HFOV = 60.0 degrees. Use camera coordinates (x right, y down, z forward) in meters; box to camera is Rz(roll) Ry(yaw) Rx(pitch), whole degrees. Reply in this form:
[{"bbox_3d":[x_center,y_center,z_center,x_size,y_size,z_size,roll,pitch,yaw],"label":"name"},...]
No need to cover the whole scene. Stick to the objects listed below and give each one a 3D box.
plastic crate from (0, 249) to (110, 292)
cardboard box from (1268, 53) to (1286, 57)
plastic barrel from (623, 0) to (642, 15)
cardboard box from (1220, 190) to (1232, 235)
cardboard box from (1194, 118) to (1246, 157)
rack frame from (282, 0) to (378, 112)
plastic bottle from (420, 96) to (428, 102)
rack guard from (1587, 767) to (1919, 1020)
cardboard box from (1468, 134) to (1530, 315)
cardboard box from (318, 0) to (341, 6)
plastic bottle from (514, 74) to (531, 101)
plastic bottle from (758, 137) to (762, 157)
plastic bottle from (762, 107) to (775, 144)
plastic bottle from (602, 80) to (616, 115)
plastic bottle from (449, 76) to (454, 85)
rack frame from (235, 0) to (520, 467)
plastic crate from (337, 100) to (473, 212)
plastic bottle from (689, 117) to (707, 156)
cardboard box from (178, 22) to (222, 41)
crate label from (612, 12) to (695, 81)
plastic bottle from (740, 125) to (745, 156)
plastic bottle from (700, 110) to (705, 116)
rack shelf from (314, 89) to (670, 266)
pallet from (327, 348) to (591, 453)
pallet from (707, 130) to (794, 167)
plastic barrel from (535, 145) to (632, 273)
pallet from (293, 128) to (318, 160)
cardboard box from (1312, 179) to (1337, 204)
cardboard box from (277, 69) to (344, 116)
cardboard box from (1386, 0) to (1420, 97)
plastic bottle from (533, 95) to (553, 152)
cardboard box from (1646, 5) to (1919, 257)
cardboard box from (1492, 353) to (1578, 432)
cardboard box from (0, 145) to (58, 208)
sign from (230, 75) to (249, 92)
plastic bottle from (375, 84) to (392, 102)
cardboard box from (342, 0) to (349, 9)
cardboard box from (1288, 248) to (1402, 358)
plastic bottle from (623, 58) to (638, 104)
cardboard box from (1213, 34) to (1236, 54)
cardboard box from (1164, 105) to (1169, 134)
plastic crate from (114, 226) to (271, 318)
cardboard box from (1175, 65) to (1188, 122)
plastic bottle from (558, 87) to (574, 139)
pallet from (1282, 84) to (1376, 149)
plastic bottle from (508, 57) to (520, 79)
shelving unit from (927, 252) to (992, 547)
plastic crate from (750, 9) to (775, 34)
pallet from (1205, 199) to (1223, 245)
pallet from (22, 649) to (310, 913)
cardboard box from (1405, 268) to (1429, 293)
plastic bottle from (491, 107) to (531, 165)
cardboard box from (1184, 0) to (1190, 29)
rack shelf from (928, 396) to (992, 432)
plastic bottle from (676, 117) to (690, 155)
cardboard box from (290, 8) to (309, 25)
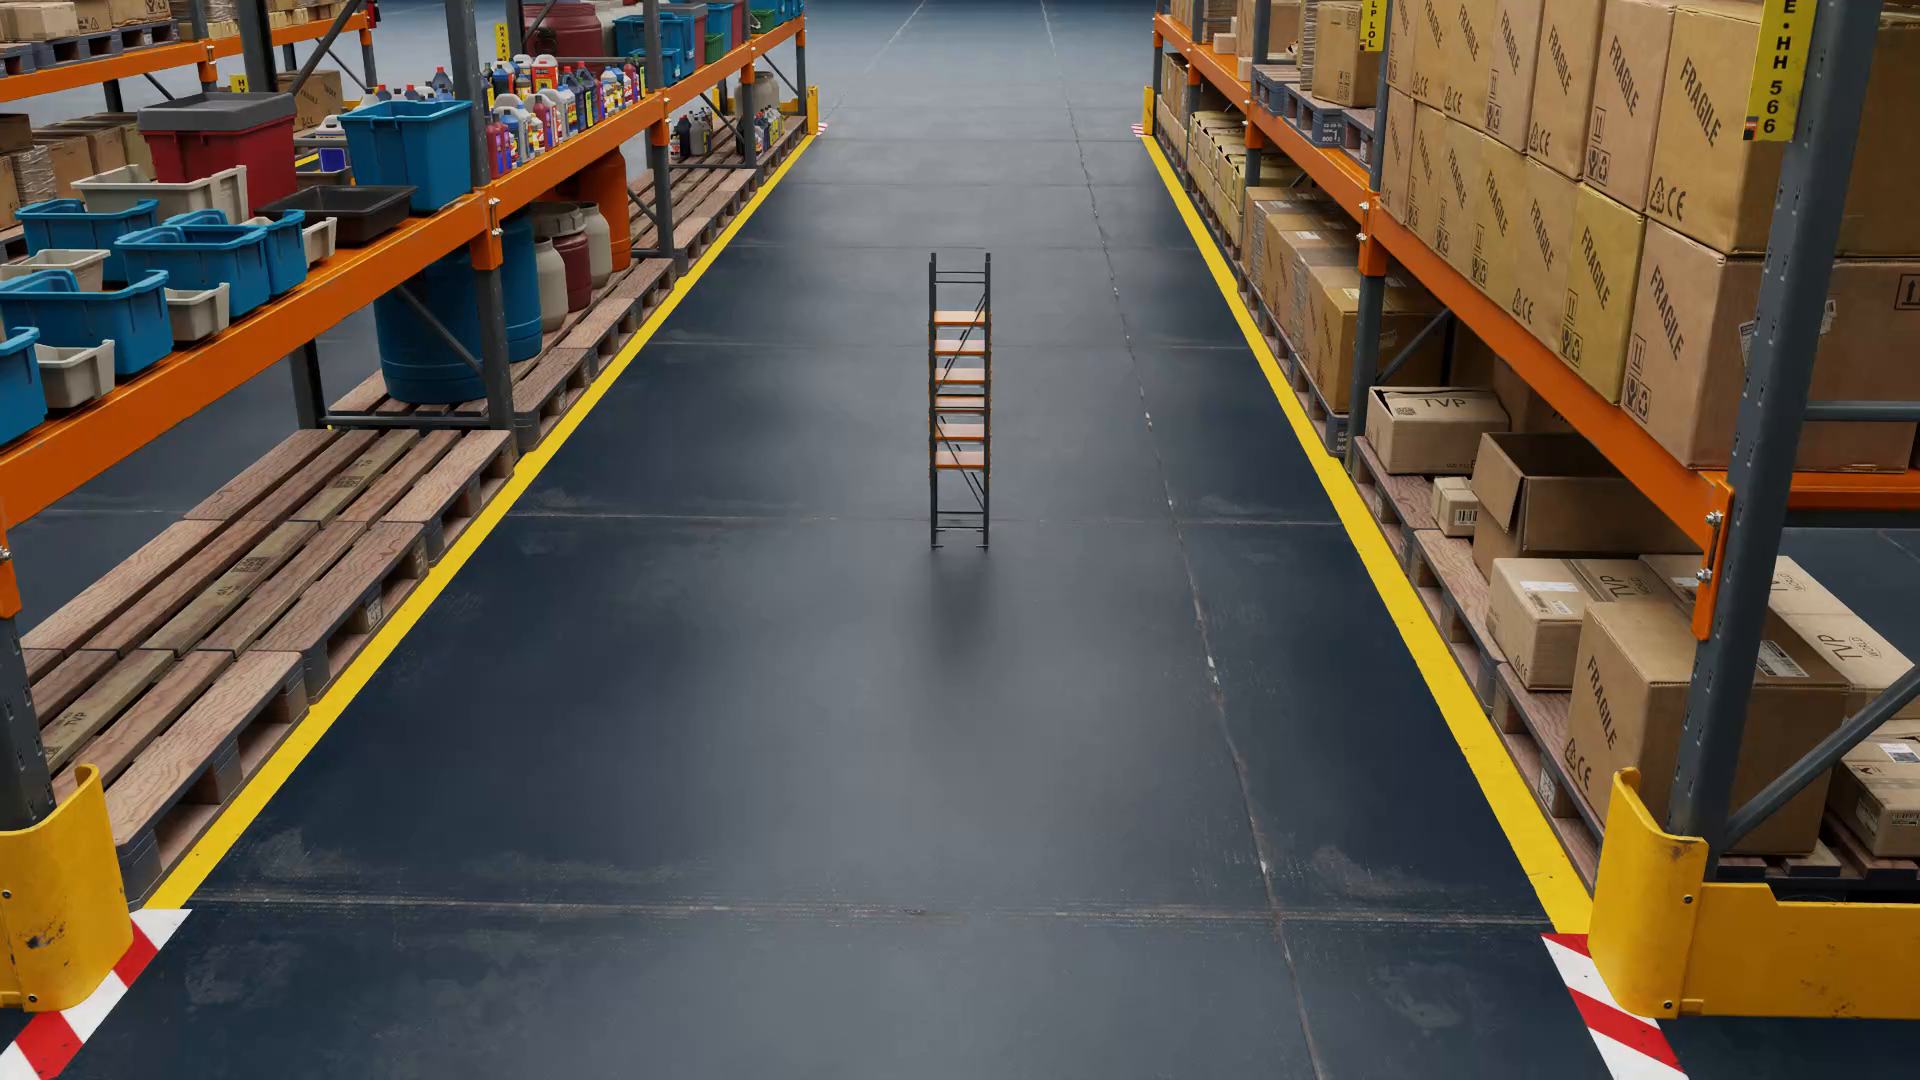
[{"bbox_3d":[-2.908,-0.837,5.321,0.298,0.136,0.250,1,21,2],"label":"plastic crate"},{"bbox_3d":[2.427,-3.503,12.259,0.380,0.149,0.250,2,21,6],"label":"cardboard box"},{"bbox_3d":[-2.668,-3.959,12.898,0.433,0.535,0.433,0,21,0],"label":"plastic barrel"},{"bbox_3d":[2.229,-2.452,12.422,0.500,0.250,0.500,0,21,1],"label":"cardboard box"},{"bbox_3d":[2.284,-3.453,14.226,0.500,0.311,0.500,0,21,1],"label":"cardboard box"},{"bbox_3d":[-7.214,-6.162,18.763,1.000,3.000,0.127,1,21,2],"label":"rack frame"},{"bbox_3d":[-2.787,-2.174,8.664,0.097,0.271,0.097,0,21,0],"label":"plastic bottle"},{"bbox_3d":[2.204,0.872,4.092,1.175,0.500,0.348,1,21,2],"label":"rack guard"},{"bbox_3d":[1.991,-1.028,5.393,0.500,0.500,0.500,0,21,1],"label":"cardboard box"},{"bbox_3d":[-7.153,-5.966,17.710,0.875,0.500,0.500,1,21,2],"label":"cardboard box"},{"bbox_3d":[-2.731,-2.807,10.392,0.097,0.201,0.097,0,21,0],"label":"plastic bottle"},{"bbox_3d":[-1.931,-3.745,15.795,0.097,0.201,0.097,0,21,0],"label":"plastic bottle"},{"bbox_3d":[-1.927,-4.140,16.607,0.144,0.351,0.185,0,21,1],"label":"plastic bottle"},{"bbox_3d":[-2.136,-2.670,10.039,0.097,0.201,0.097,0,21,0],"label":"plastic bottle"},{"bbox_3d":[-2.885,-2.503,9.503,0.152,0.276,0.135,1,21,2],"label":"plastic bottle"},{"bbox_3d":[-2.628,-1.768,7.440,1.000,3.000,0.127,1,21,2],"label":"rack frame"},{"bbox_3d":[-2.301,-1.616,6.987,0.392,0.384,0.575,1,21,2],"label":"plastic crate"},{"bbox_3d":[-2.509,-3.866,15.899,0.144,0.351,0.185,1,21,2],"label":"plastic bottle"},{"bbox_3d":[-7.028,-4.673,15.272,0.380,0.149,0.250,1,21,2],"label":"cardboard box"},{"bbox_3d":[-2.206,-3.587,12.079,0.502,0.435,0.616,1,21,2],"label":"crate label"},{"bbox_3d":[-2.061,-3.828,15.896,0.061,0.283,0.133,1,21,2],"label":"plastic bottle"},{"bbox_3d":[-2.640,-4.264,17.036,0.097,0.271,0.097,0,21,0],"label":"plastic bottle"},{"bbox_3d":[-2.567,-2.156,9.434,1.077,0.370,4.000,1,21,2],"label":"rack shelf"},{"bbox_3d":[-2.563,-0.747,8.662,1.003,0.211,1.213,1,21,2],"label":"pallet"},{"bbox_3d":[-2.288,-4.046,17.164,1.003,0.211,1.213,1,21,2],"label":"pallet"},{"bbox_3d":[-2.504,-2.222,11.028,0.600,0.830,0.708,1,21,2],"label":"plastic barrel"},{"bbox_3d":[-7.316,-4.101,17.306,1.003,0.211,1.213,1,21,2],"label":"pallet"},{"bbox_3d":[2.754,-2.520,11.823,0.500,0.311,0.500,1,21,3],"label":"cardboard box"},{"bbox_3d":[-7.249,-4.967,18.557,0.500,0.500,0.500,5,22,12],"label":"cardboard box"},{"bbox_3d":[2.027,-2.058,6.666,0.500,0.500,0.500,1,21,3],"label":"cardboard box"},{"bbox_3d":[-2.163,-2.163,8.618,0.061,0.283,0.133,1,21,2],"label":"plastic bottle"},{"bbox_3d":[1.940,-0.943,3.792,0.500,0.500,0.500,0,21,1],"label":"cardboard box"},{"bbox_3d":[2.589,-0.543,7.130,0.500,0.500,0.500,1,21,2],"label":"cardboard box"},{"bbox_3d":[-7.453,-2.752,12.823,0.700,0.500,0.500,-1,21,-3],"label":"cardboard box"},{"bbox_3d":[-3.178,-1.904,7.407,0.100,0.325,0.005,1,21,2],"label":"sign"},{"bbox_3d":[-2.922,-2.148,8.487,0.144,0.351,0.185,1,21,2],"label":"plastic bottle"},{"bbox_3d":[-7.016,-5.939,18.537,0.380,0.149,0.250,1,21,2],"label":"cardboard box"},{"bbox_3d":[2.091,-1.294,9.064,0.500,0.500,0.500,1,21,2],"label":"cardboard box"},{"bbox_3d":[-2.099,-2.926,10.584,0.061,0.283,0.133,1,21,2],"label":"plastic bottle"},{"bbox_3d":[2.335,-4.170,13.976,0.380,0.149,0.250,1,21,2],"label":"cardboard box"},{"bbox_3d":[2.422,-4.412,17.474,0.500,0.250,0.500,1,21,2],"label":"cardboard box"},{"bbox_3d":[-2.373,-0.834,5.180,0.416,0.233,0.300,1,21,2],"label":"plastic crate"},{"bbox_3d":[2.400,-4.400,16.407,0.500,0.500,0.500,1,21,2],"label":"cardboard box"},{"bbox_3d":[-2.167,-2.332,9.070,0.097,0.271,0.097,0,21,0],"label":"plastic bottle"},{"bbox_3d":[2.390,-2.366,9.246,1.003,0.211,1.213,1,21,2],"label":"pallet"},{"bbox_3d":[-2.873,-2.960,10.689,0.097,0.271,0.097,0,21,0],"label":"plastic bottle"},{"bbox_3d":[0.000,-0.565,6.825,0.258,1.200,0.189,1,21,2],"label":"shelving unit"},{"bbox_3d":[-2.061,-5.050,16.190,0.450,0.188,0.662,1,21,2],"label":"plastic crate"},{"bbox_3d":[2.549,-2.596,13.428,1.003,0.211,1.213,1,21,2],"label":"pallet"},{"bbox_3d":[-2.686,0.680,4.984,1.003,0.211,1.213,1,21,2],"label":"pallet"},{"bbox_3d":[2.586,-1.118,8.610,0.500,0.500,0.500,1,21,2],"label":"cardboard box"},{"bbox_3d":[-2.222,-2.006,8.224,0.152,0.276,0.135,1,21,2],"label":"plastic bottle"},{"bbox_3d":[2.617,-5.370,16.583,0.700,0.500,0.500,1,21,3],"label":"cardboard box"},{"bbox_3d":[0.000,-0.523,6.841,0.258,0.103,0.180,1,21,2],"label":"rack shelf"},{"bbox_3d":[-2.653,-3.867,15.903,0.144,0.351,0.185,0,21,0],"label":"plastic bottle"},{"bbox_3d":[-6.957,-5.396,17.136,0.380,0.149,0.250,1,21,2],"label":"cardboard box"}]
